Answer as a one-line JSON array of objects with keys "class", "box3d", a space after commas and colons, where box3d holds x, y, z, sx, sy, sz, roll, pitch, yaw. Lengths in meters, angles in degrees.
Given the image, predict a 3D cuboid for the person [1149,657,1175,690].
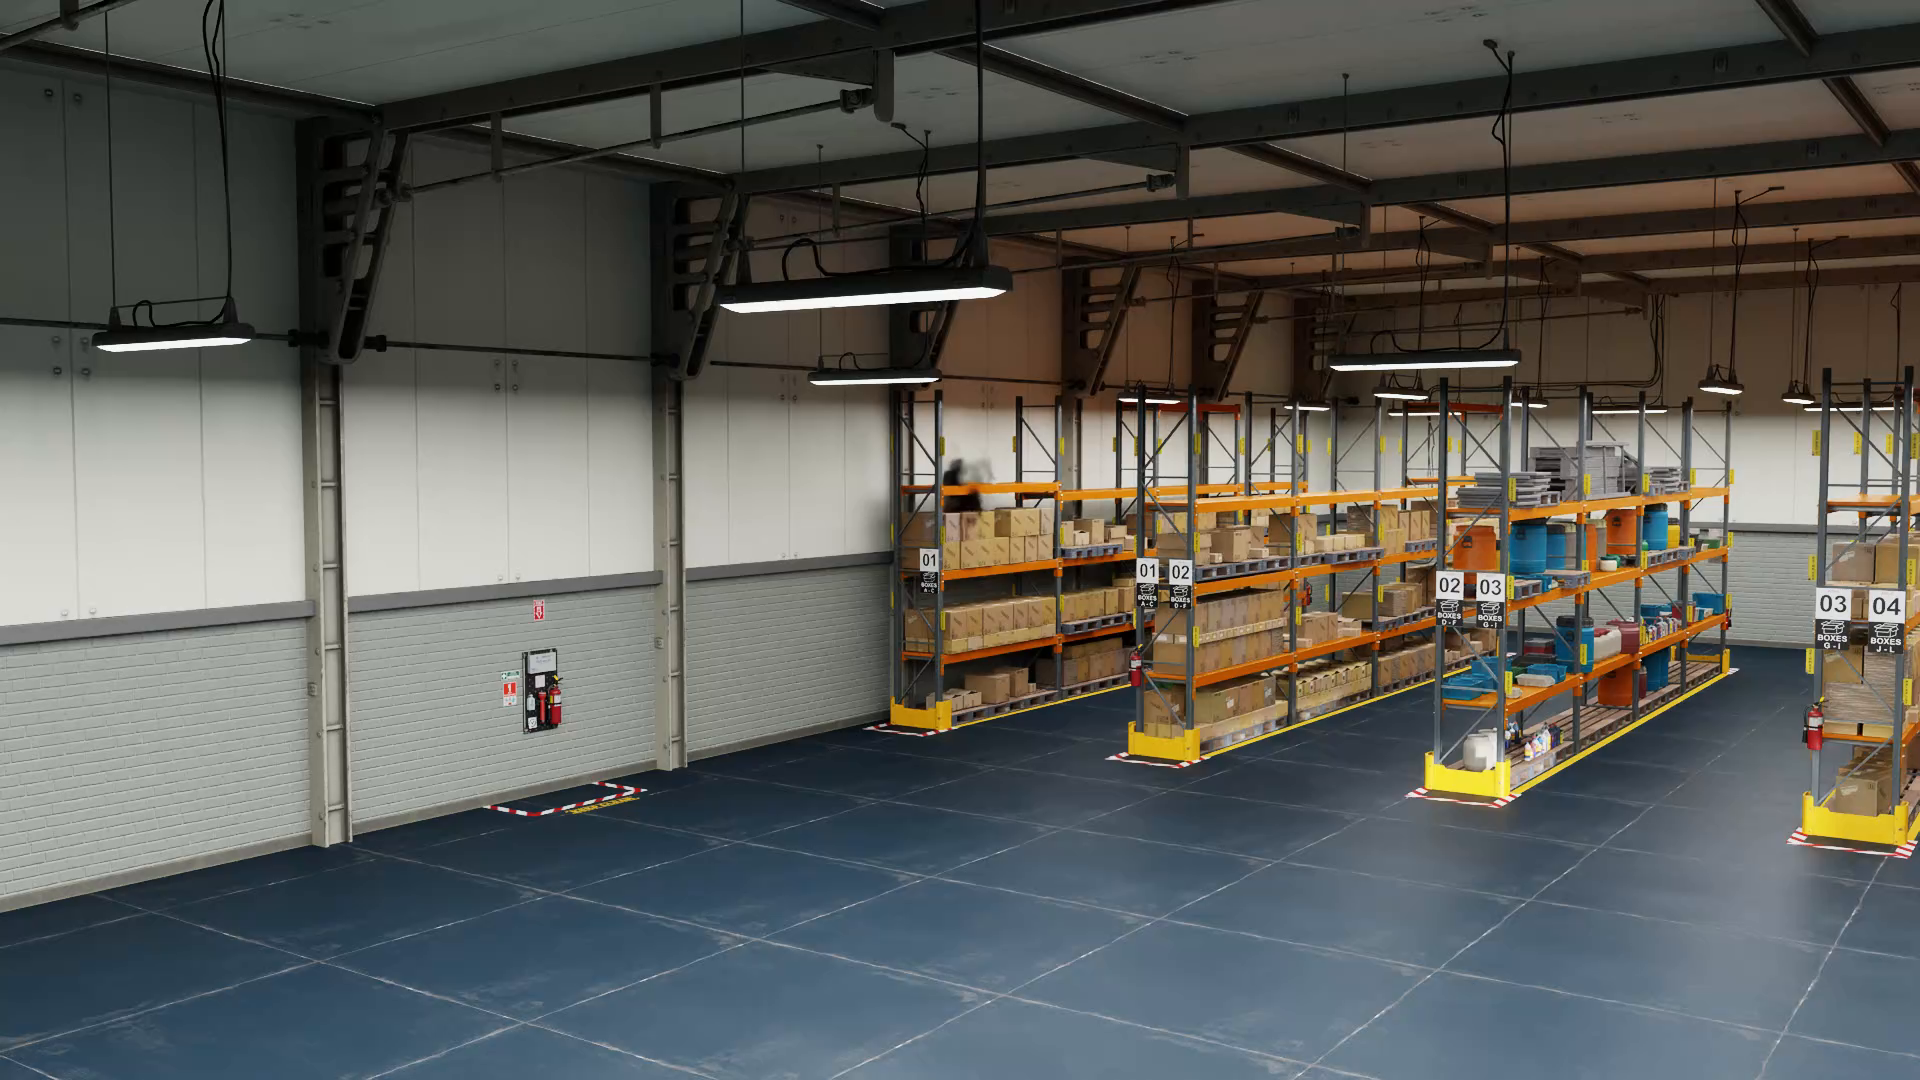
[{"class": "person", "box3d": [3.692, 2.442, 29.989, 0.651, 1.743, 0.585, 2, 4, 29]}]
